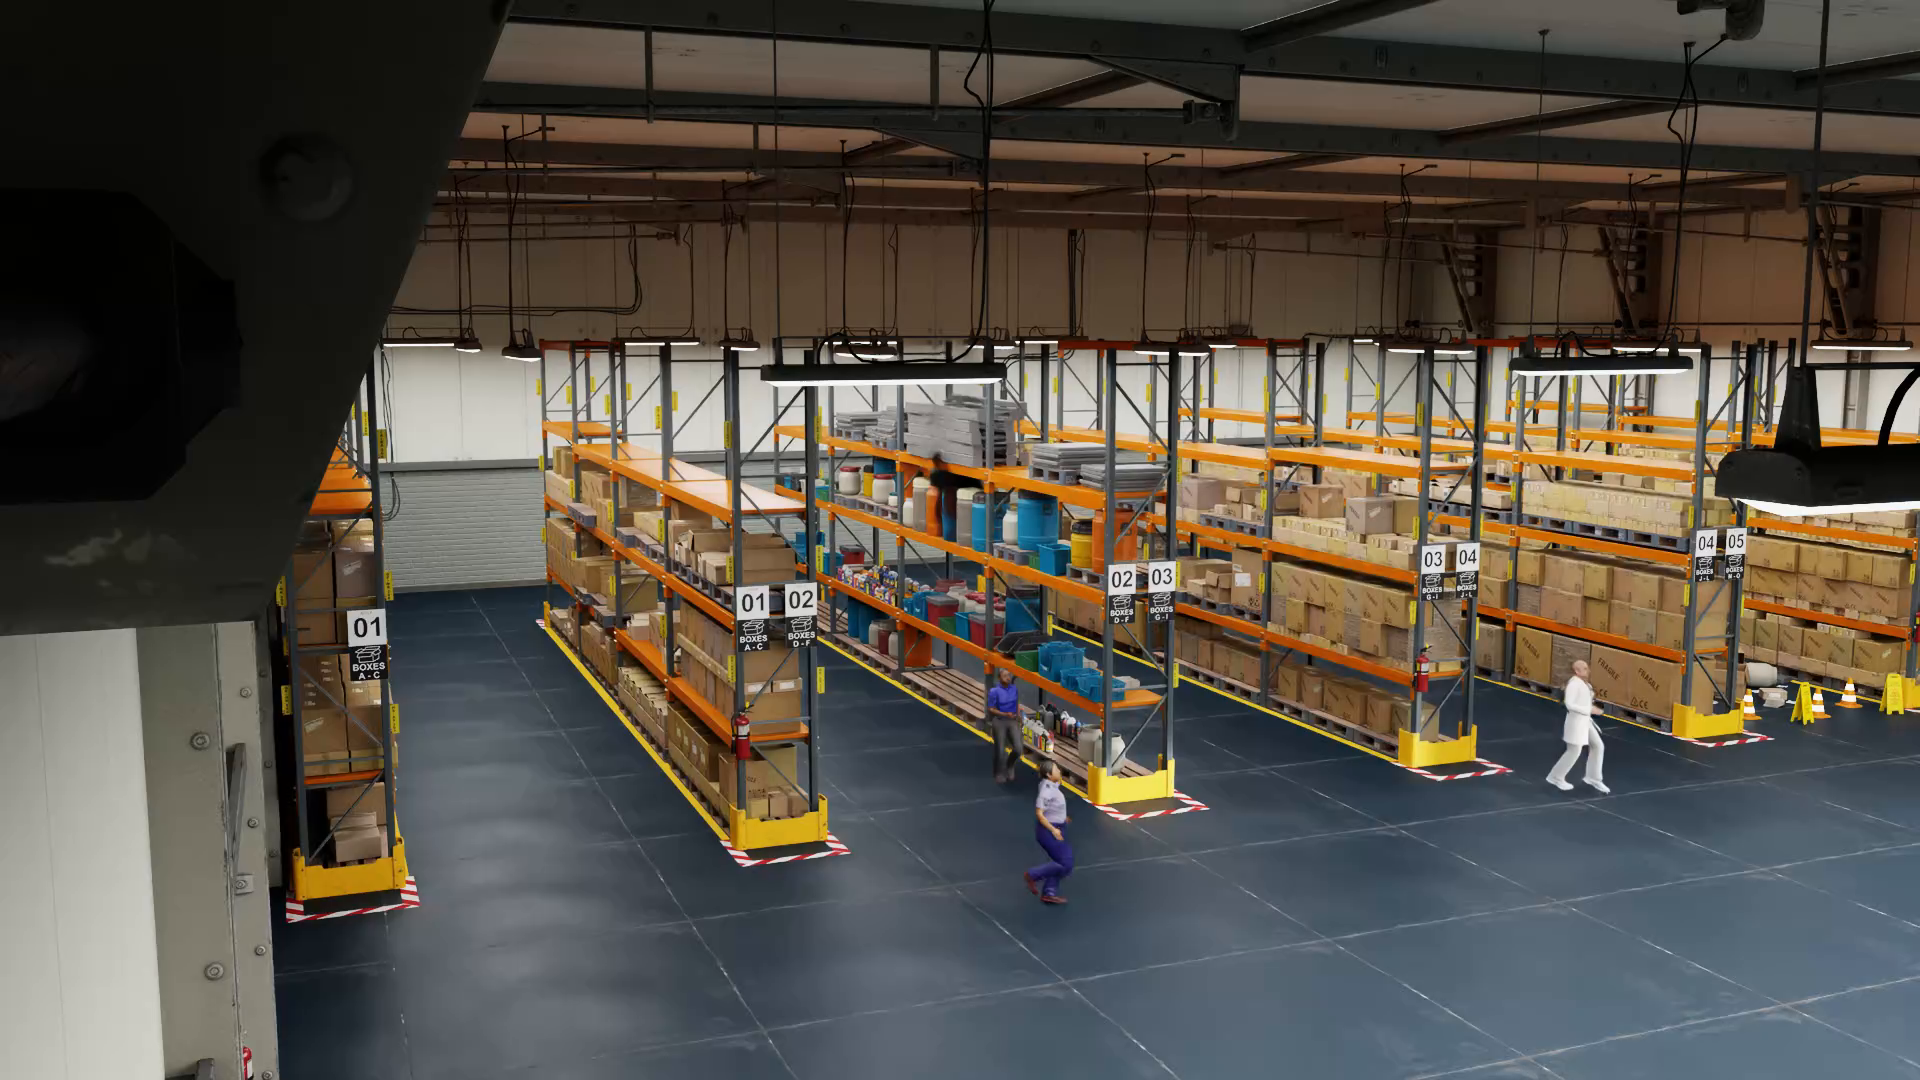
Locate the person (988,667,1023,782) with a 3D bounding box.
[{"bbox_3d":[0.652,2.554,22.833,0.552,1.620,0.628,-3,8,-22],"label":"person"}]

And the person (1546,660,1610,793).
[{"bbox_3d":[8.392,2.522,22.508,0.789,1.808,0.769,5,9,33],"label":"person"}]

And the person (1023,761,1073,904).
[{"bbox_3d":[0.964,3.198,18.184,0.550,1.606,0.616,0,7,1],"label":"person"}]
